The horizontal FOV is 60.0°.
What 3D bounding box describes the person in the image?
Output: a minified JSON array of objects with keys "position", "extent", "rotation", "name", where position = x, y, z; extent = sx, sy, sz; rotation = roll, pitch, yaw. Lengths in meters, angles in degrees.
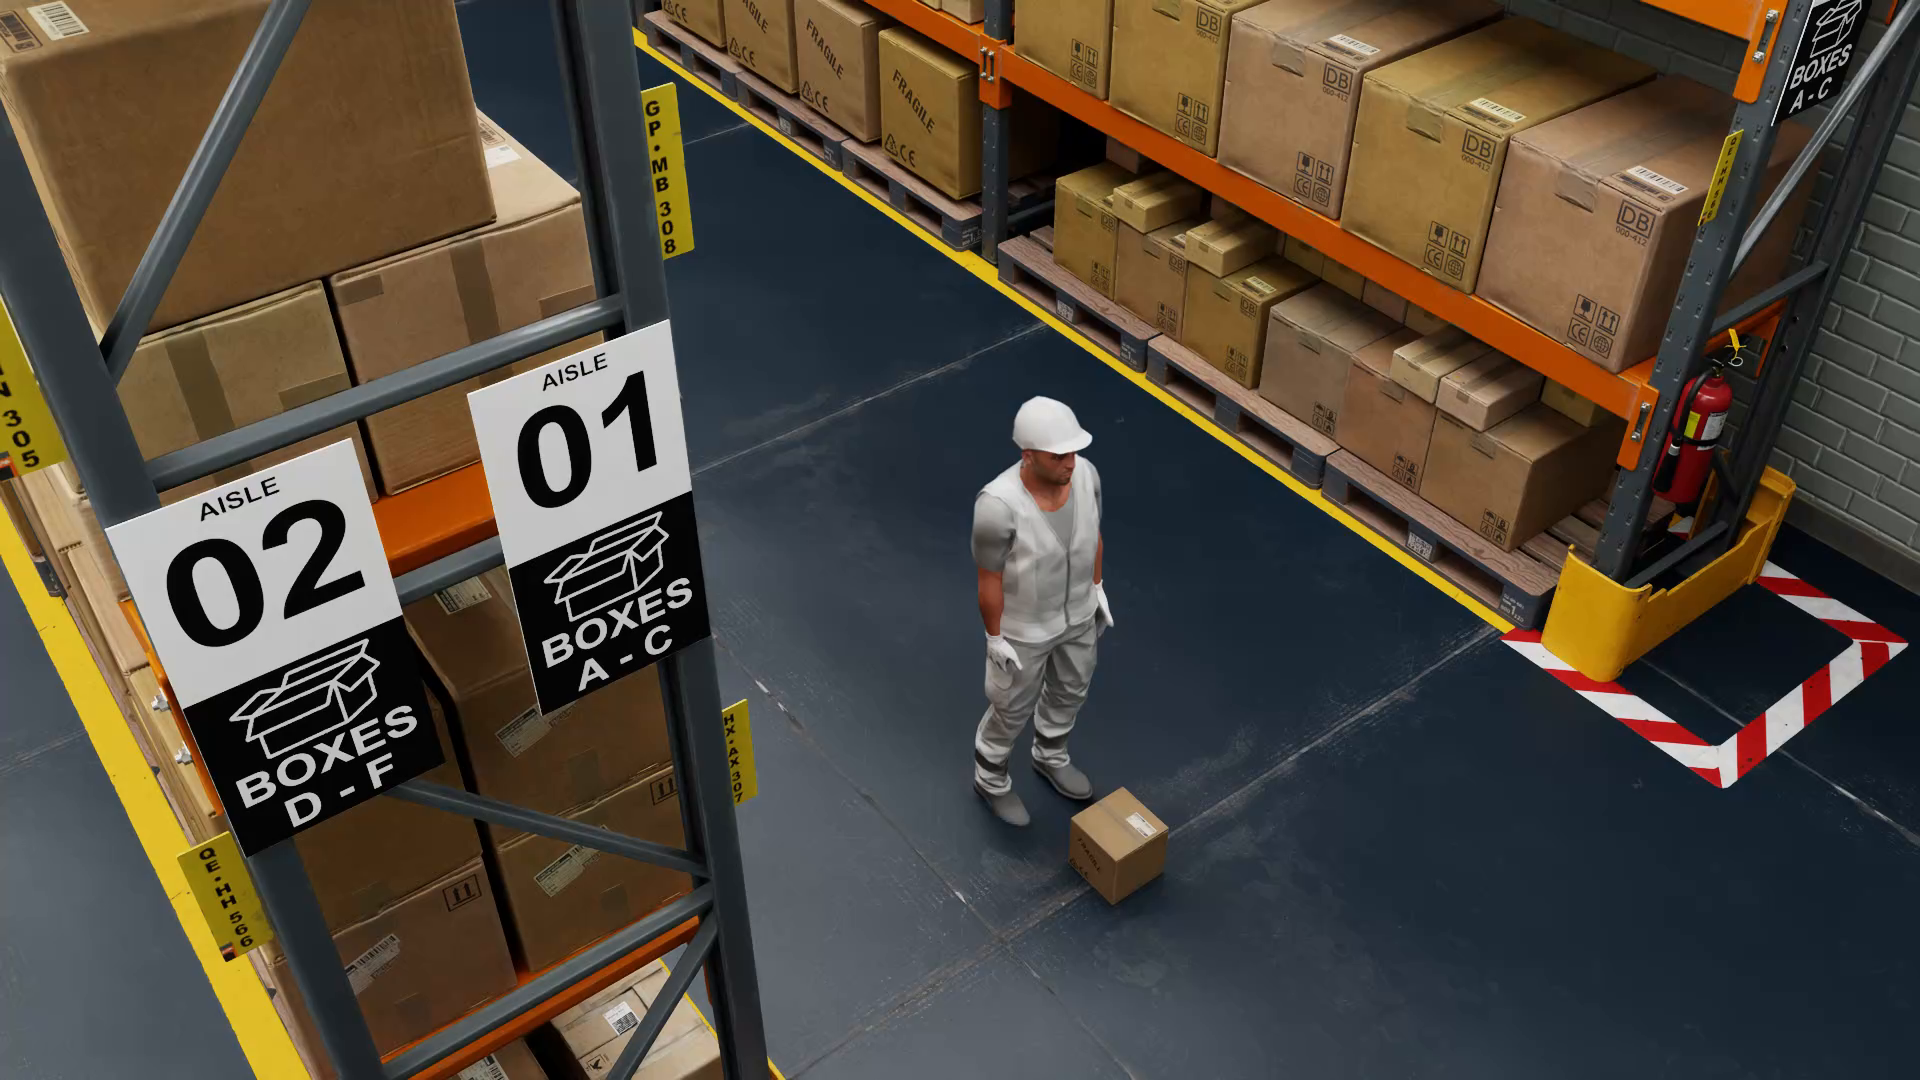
[{"position":[0.296,0.280,5.829],"extent":[0.524,1.819,0.358],"rotation":[-25,46,-27],"name":"person"}]
